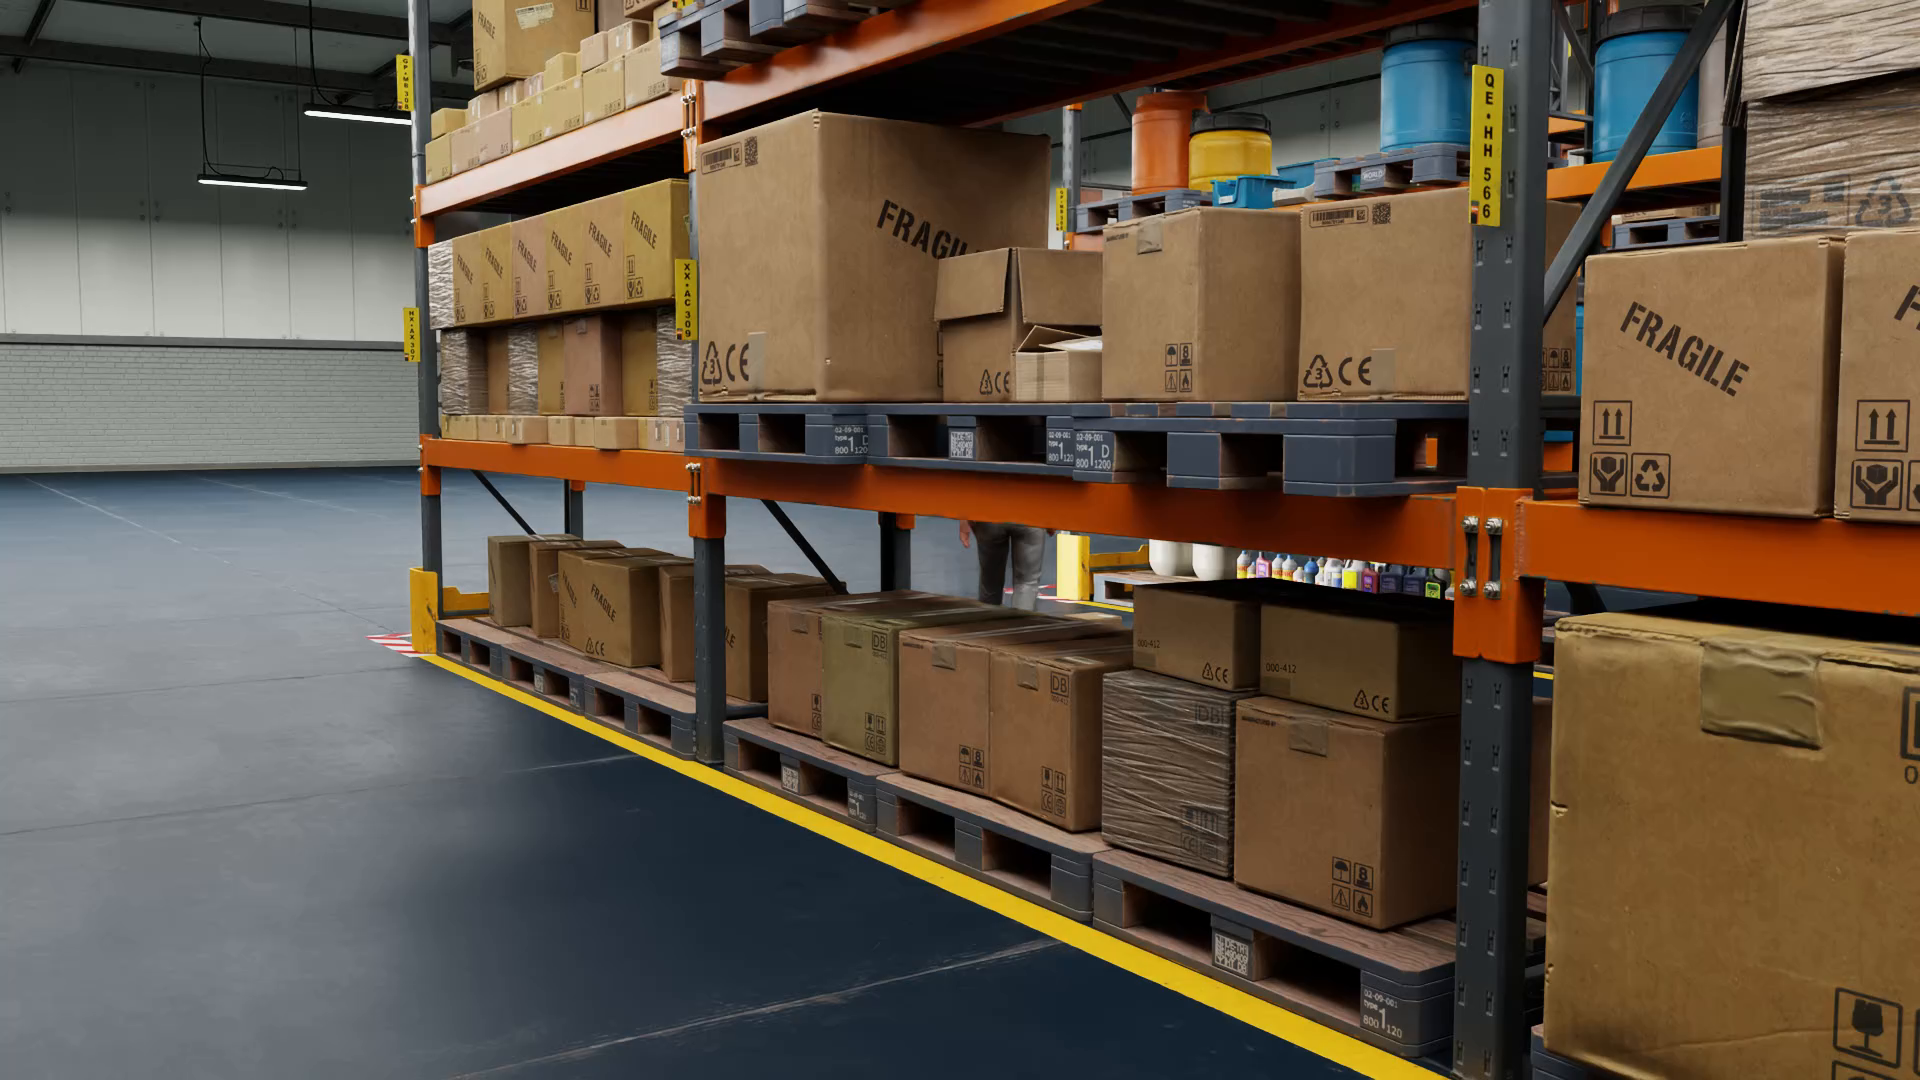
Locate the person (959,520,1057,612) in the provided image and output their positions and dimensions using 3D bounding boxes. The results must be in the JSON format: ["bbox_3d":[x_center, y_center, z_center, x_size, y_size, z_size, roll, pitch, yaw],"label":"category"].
[{"bbox_3d":[0.317,-0.158,9.512,0.561,1.736,0.863,1,5,16],"label":"person"}]
